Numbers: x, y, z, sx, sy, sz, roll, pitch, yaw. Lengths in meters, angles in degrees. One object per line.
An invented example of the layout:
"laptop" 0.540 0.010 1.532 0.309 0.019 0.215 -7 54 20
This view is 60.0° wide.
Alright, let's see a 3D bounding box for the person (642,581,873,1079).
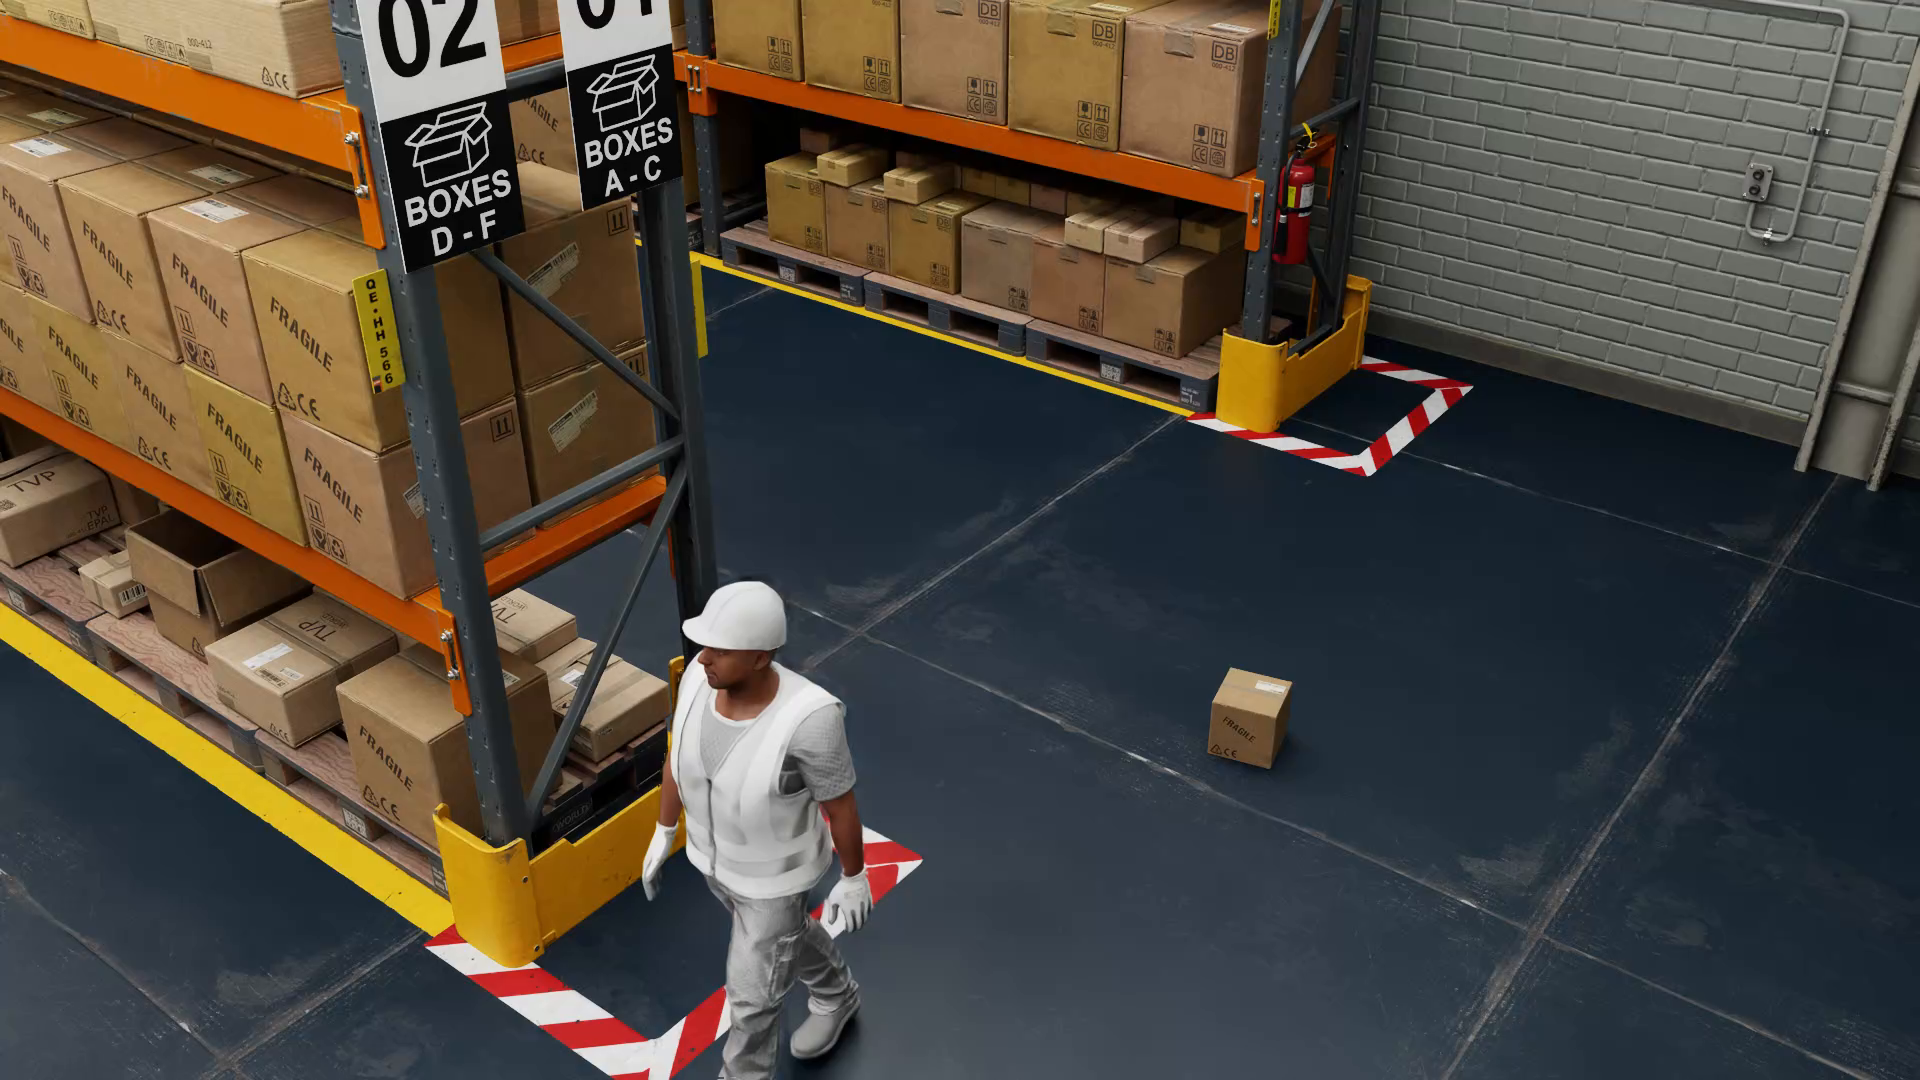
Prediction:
"person" -0.624 0.910 4.535 0.604 1.735 0.941 23 38 34
